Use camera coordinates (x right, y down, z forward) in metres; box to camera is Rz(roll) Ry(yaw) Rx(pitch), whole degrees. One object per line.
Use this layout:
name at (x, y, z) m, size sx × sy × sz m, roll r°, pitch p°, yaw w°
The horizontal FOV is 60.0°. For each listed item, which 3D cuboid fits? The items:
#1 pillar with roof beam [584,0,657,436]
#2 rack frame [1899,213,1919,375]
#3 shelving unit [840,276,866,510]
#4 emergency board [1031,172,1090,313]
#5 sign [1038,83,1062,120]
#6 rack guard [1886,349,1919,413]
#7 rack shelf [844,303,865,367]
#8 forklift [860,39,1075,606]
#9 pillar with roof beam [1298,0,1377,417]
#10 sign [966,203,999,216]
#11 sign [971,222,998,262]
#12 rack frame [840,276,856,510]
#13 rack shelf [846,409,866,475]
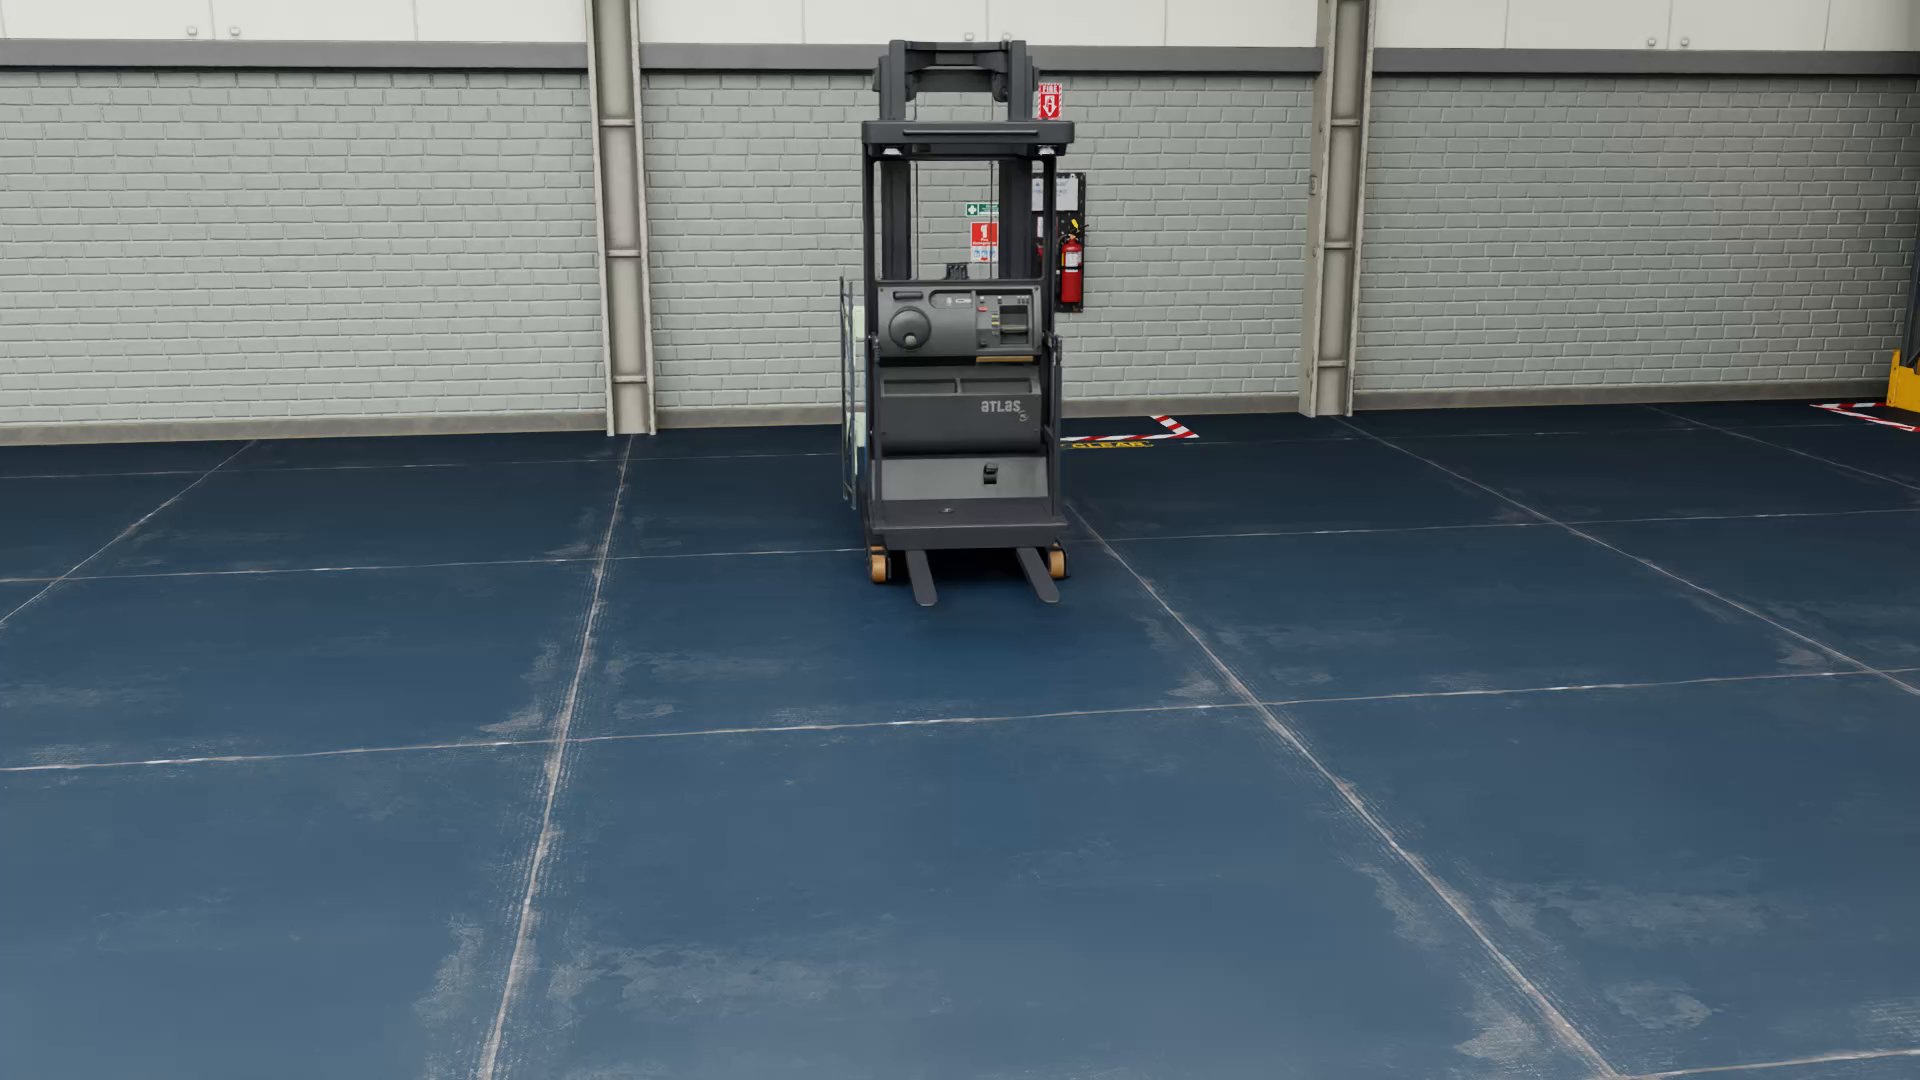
pillar with roof beam at (-2.075, -4.226, 8.573) m, size 0.400 × 9.000 × 9.100 m, roll -2°, pitch 14°, yaw -8°
rack frame at (8.586, -2.553, 14.235) m, size 0.127 × 3.000 × 1.000 m, roll -2°, pitch 14°, yaw -8°
shelving unit at (-0.385, -0.992, 11.094) m, size 0.755 × 1.500 × 0.431 m, roll -3°, pitch 15°, yaw -13°
emergency board at (0.767, -2.488, 13.978) m, size 0.643 × 1.169 × 0.194 m, roll -2°, pitch 14°, yaw -8°
sign at (0.745, -3.637, 13.790) m, size 0.199 × 0.298 × 0.001 m, roll -2°, pitch 14°, yaw -8°
rack guard at (8.662, -1.343, 14.550) m, size 0.348 × 0.500 × 1.175 m, roll -2°, pitch 14°, yaw -8°
rack shelf at (-0.385, -1.371, 10.999) m, size 0.720 × 0.370 × 0.431 m, roll -3°, pitch 15°, yaw -13°
forklift at (0.020, -1.264, 9.235) m, size 1.130 × 2.935 × 3.031 m, roll -1°, pitch 14°, yaw -5°
pillar with roof beam at (3.858, -4.443, 9.440) m, size 0.400 × 9.000 × 9.100 m, roll -2°, pitch 14°, yaw -8°
sign at (0.211, -2.766, 13.920) m, size 0.331 × 0.109 × 0.001 m, roll -2°, pitch 14°, yaw -8°
sign at (0.205, -2.511, 13.993) m, size 0.234 × 0.329 × 0.001 m, roll -2°, pitch 14°, yaw -8°
rack frame at (-0.742, -0.972, 11.014) m, size 0.023 × 1.500 × 0.400 m, roll -3°, pitch 15°, yaw -13°
rack shelf at (-0.385, -0.676, 11.174) m, size 0.720 × 0.370 × 0.431 m, roll -3°, pitch 15°, yaw -13°
